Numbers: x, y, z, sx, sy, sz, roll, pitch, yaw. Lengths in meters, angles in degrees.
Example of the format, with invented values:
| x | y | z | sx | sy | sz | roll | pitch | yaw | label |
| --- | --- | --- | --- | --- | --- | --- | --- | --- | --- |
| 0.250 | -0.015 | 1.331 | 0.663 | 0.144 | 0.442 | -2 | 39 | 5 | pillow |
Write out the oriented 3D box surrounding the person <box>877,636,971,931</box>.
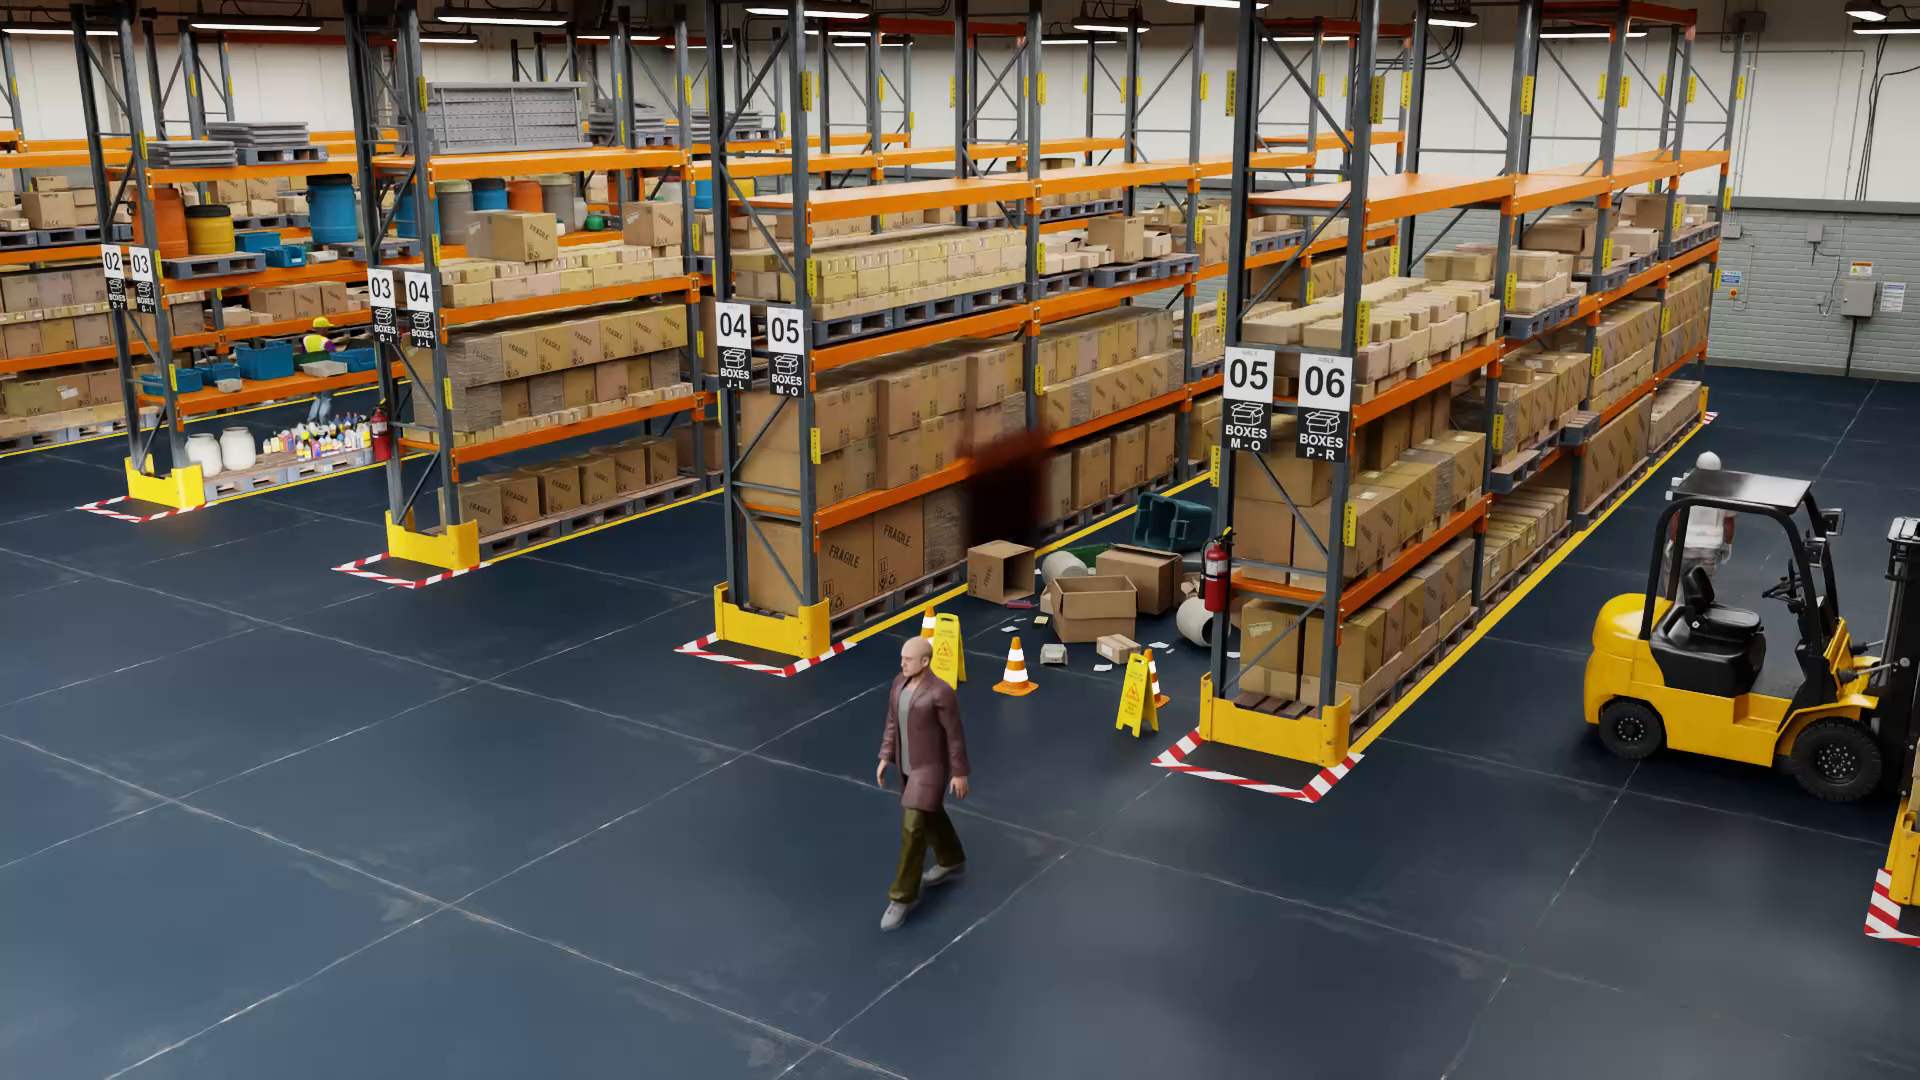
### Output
| x | y | z | sx | sy | sz | roll | pitch | yaw | label |
| --- | --- | --- | --- | --- | --- | --- | --- | --- | --- |
| -0.262 | 1.460 | 10.623 | 0.855 | 1.748 | 0.622 | -11 | 19 | -34 | person |

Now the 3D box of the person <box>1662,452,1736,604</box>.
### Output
| x | y | z | sx | sy | sz | roll | pitch | yaw | label |
| --- | --- | --- | --- | --- | --- | --- | --- | --- | --- |
| 6.974 | 0.047 | 15.723 | 0.600 | 1.785 | 0.402 | 2 | 16 | 8 | person |

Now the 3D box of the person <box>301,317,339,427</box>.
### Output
| x | y | z | sx | sy | sz | roll | pitch | yaw | label |
| --- | --- | --- | --- | --- | --- | --- | --- | --- | --- |
| -9.440 | -2.402 | 24.538 | 0.617 | 1.761 | 0.482 | 7 | 17 | 23 | person |
